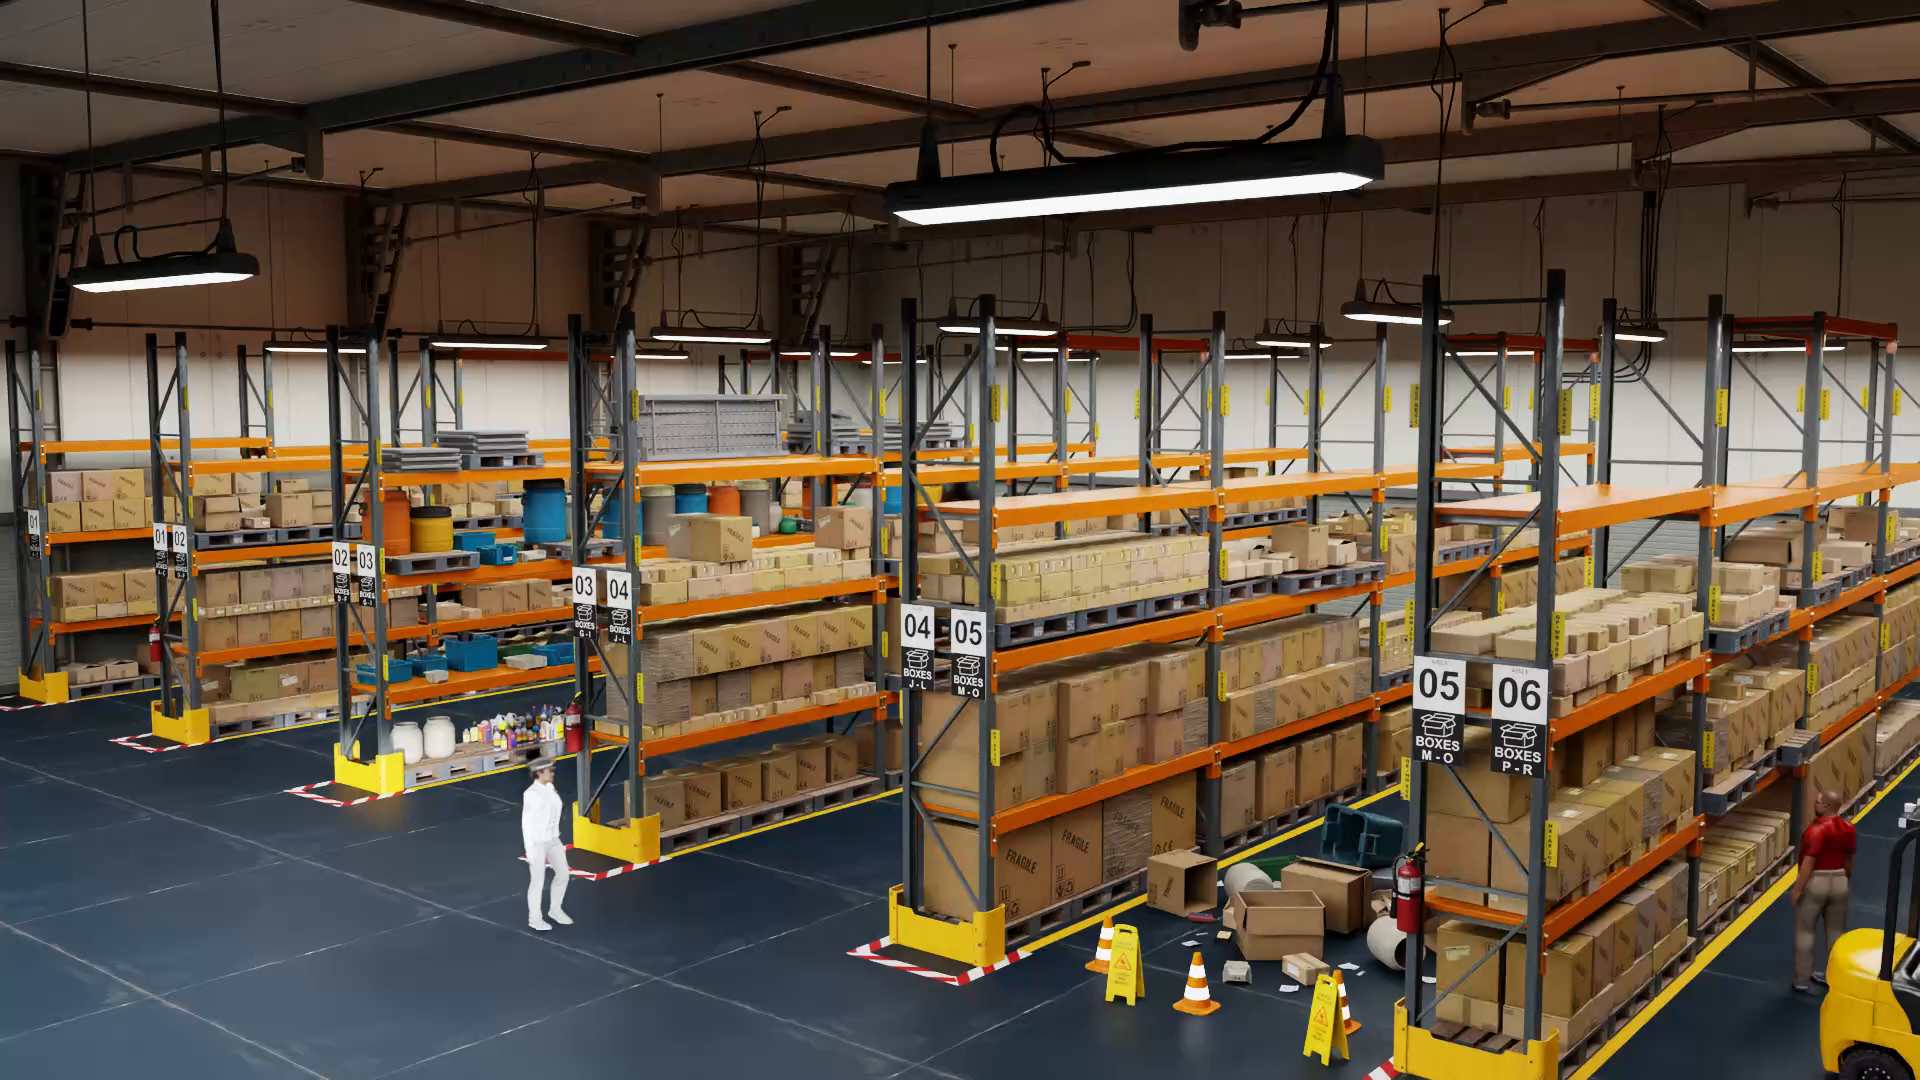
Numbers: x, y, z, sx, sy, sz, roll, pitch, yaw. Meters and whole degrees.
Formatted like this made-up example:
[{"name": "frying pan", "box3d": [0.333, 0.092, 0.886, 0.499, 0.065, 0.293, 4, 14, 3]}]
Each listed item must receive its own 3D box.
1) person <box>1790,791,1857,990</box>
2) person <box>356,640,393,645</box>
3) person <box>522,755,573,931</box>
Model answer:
[{"name": "person", "box3d": [7.462, 3.018, 14.403, 0.571, 1.733, 0.414, 0, 5, -1]}, {"name": "person", "box3d": [-10.229, 1.682, 29.072, 0.708, 1.780, 0.583, -2, 6, -23]}, {"name": "person", "box3d": [-4.012, 2.917, 15.956, 0.355, 1.708, 0.569, 2, 5, 20]}]
